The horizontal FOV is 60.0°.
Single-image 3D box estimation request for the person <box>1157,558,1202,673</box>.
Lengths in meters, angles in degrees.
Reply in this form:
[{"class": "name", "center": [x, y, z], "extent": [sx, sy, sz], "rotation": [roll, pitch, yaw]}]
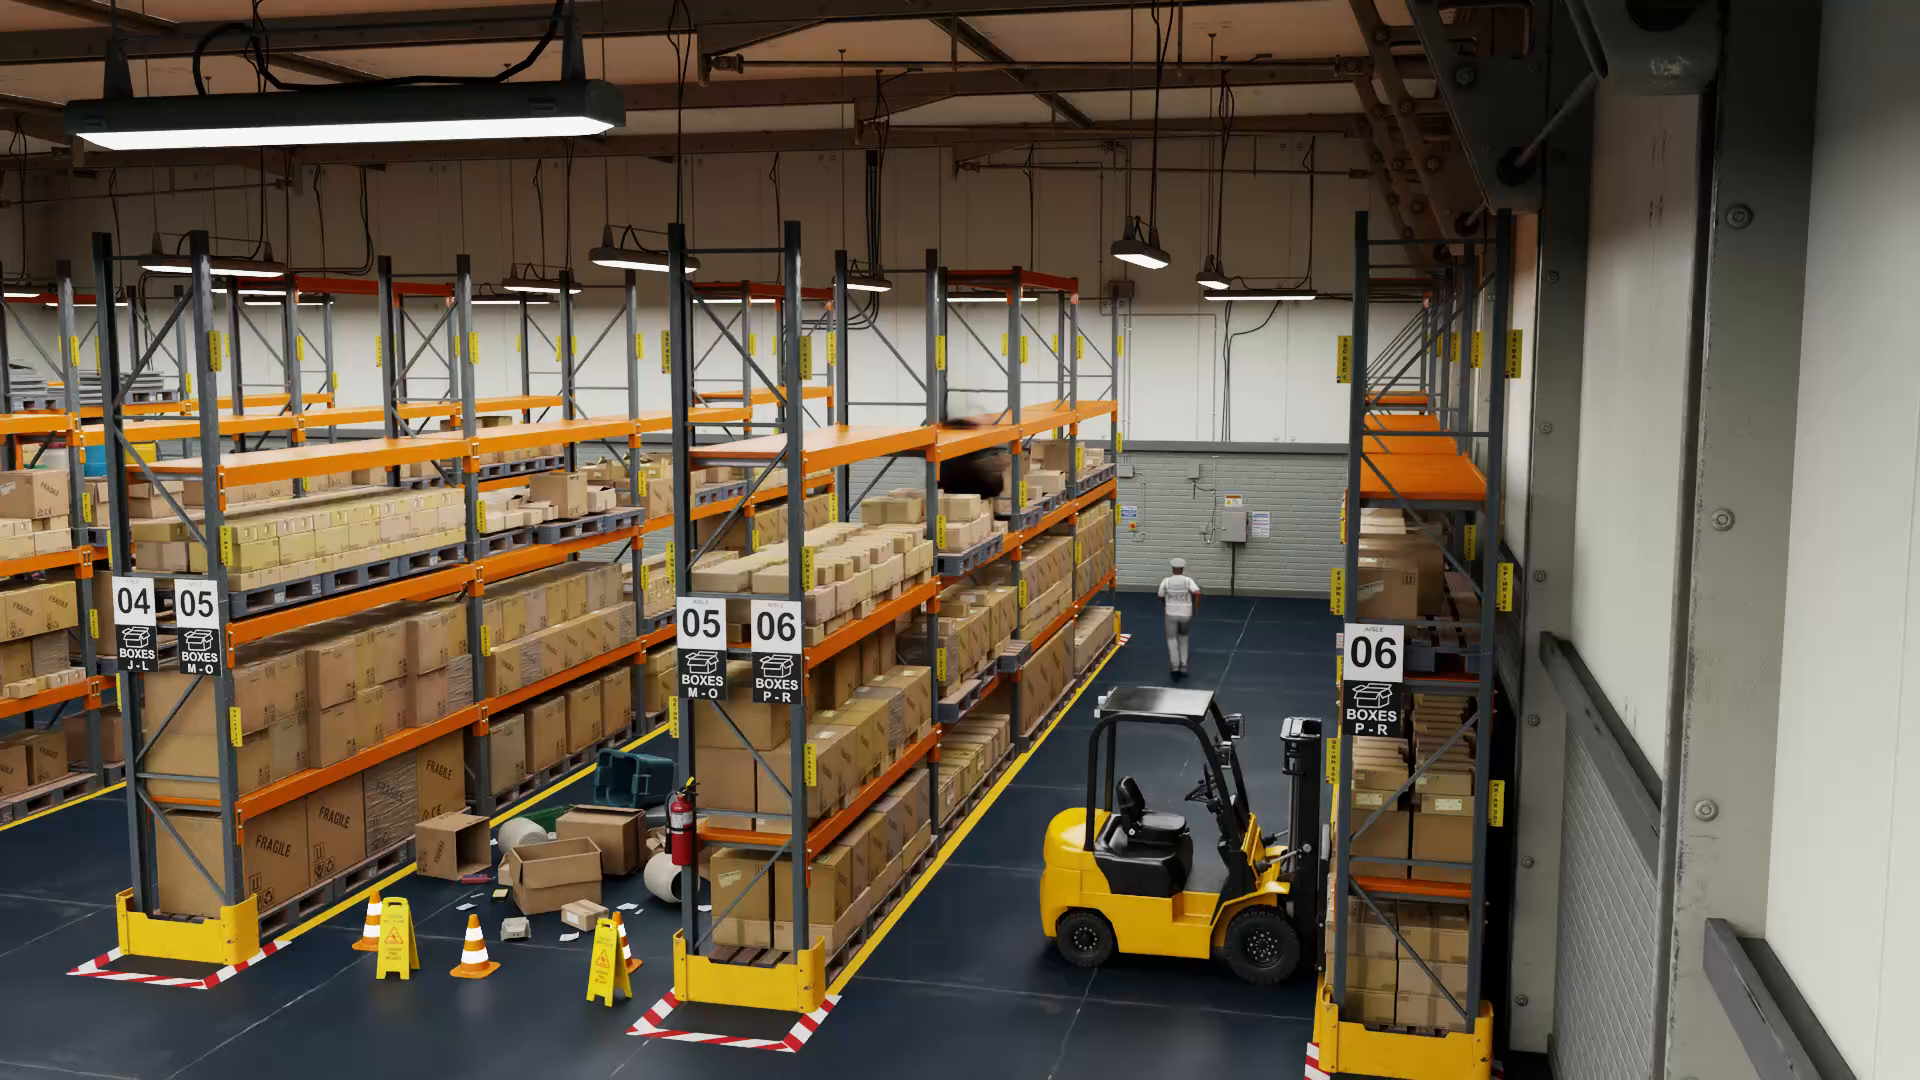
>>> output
[{"class": "person", "center": [3.337, 1.196, 25.454], "extent": [0.630, 1.853, 0.783], "rotation": [0, 7, -2]}]
